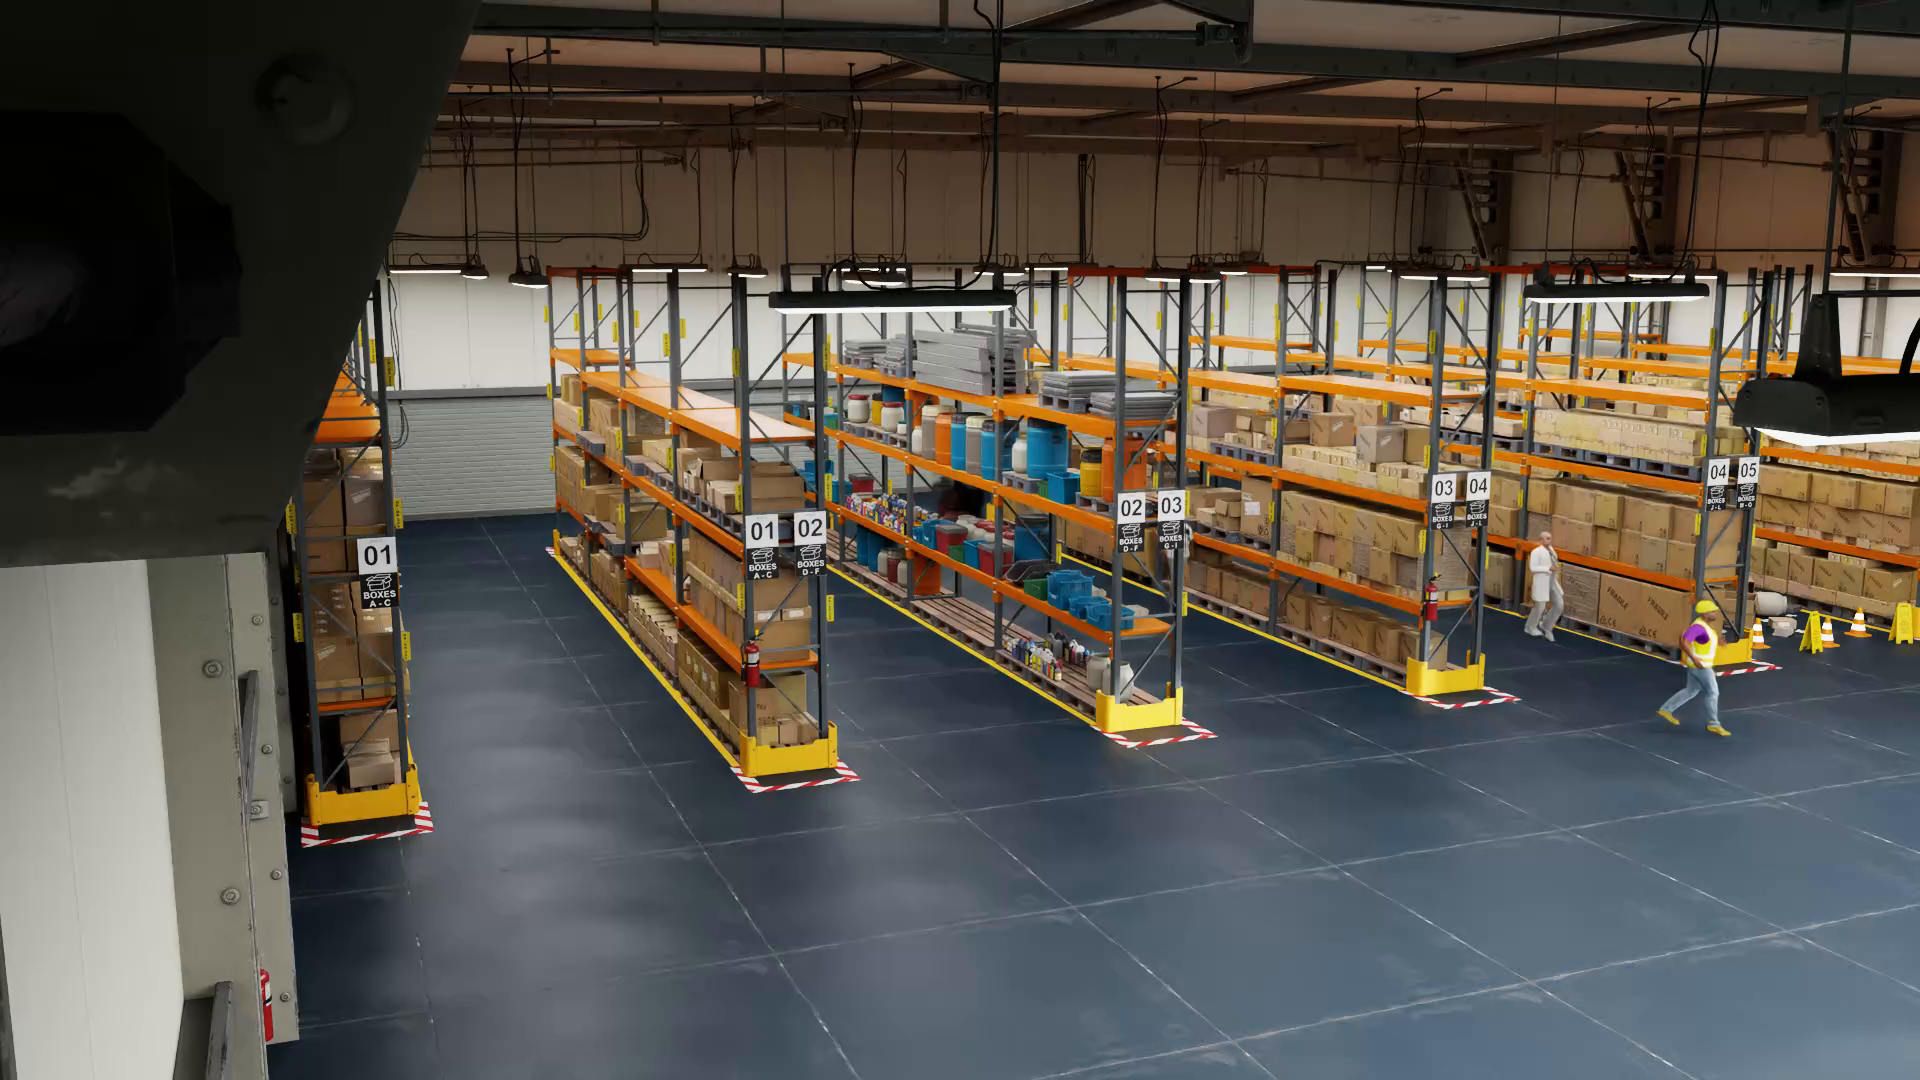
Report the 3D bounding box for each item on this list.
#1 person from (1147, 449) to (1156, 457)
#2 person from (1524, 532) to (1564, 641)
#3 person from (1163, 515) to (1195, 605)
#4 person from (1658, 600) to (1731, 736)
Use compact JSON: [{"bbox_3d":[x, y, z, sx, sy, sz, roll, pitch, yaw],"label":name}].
[{"bbox_3d":[4.441,-1.301,39.045,0.764,1.726,0.949,-1,10,-5],"label":"person"},{"bbox_3d":[9.587,0.768,27.184,0.688,1.814,0.755,-5,11,-25],"label":"person"},{"bbox_3d":[3.708,0.343,28.202,0.564,1.781,0.739,-4,11,-22],"label":"person"},{"bbox_3d":[9.762,1.664,21.990,0.912,1.790,0.677,3,10,18],"label":"person"}]
